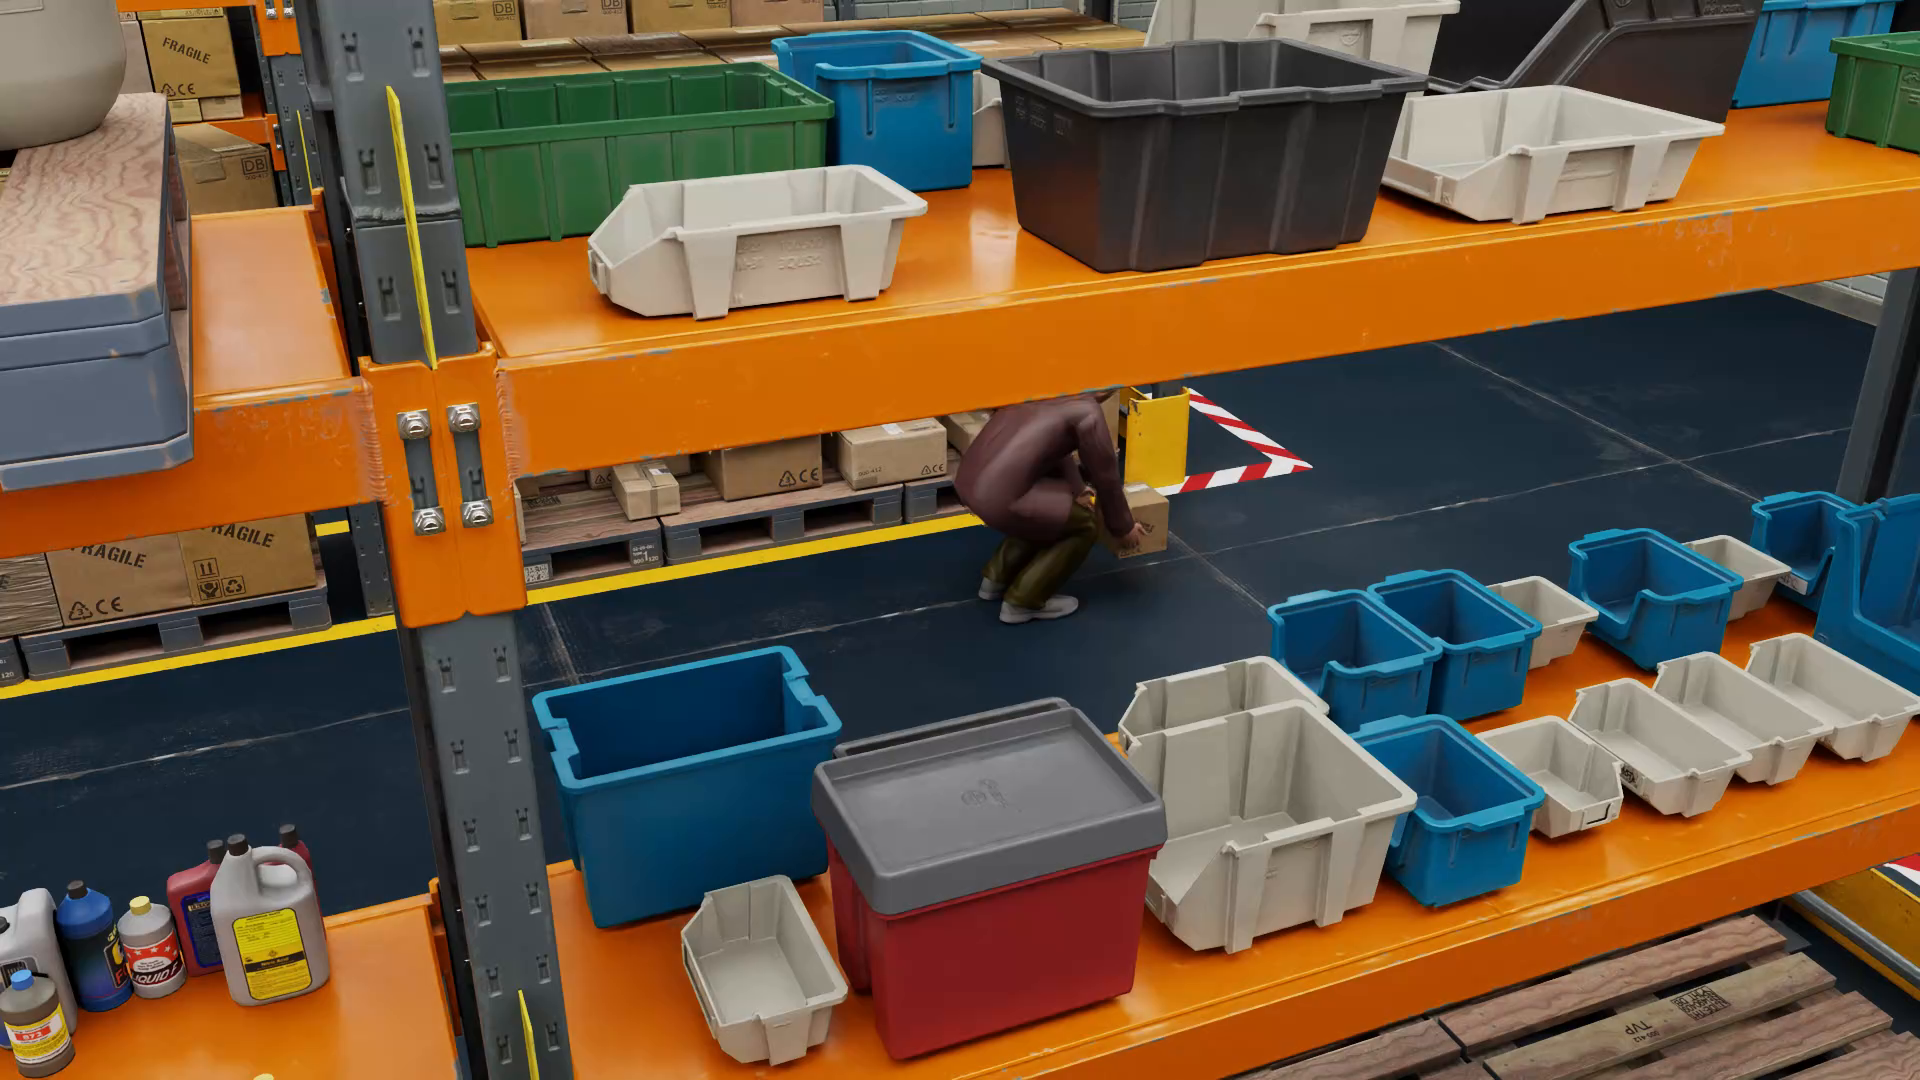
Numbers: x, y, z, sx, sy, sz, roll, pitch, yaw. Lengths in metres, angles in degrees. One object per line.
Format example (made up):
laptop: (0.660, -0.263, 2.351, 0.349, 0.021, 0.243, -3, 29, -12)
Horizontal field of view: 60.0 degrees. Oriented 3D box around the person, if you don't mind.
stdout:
person: (0.374, -0.246, 7.397, 0.852, 1.128, 0.620, -10, 27, -21)
